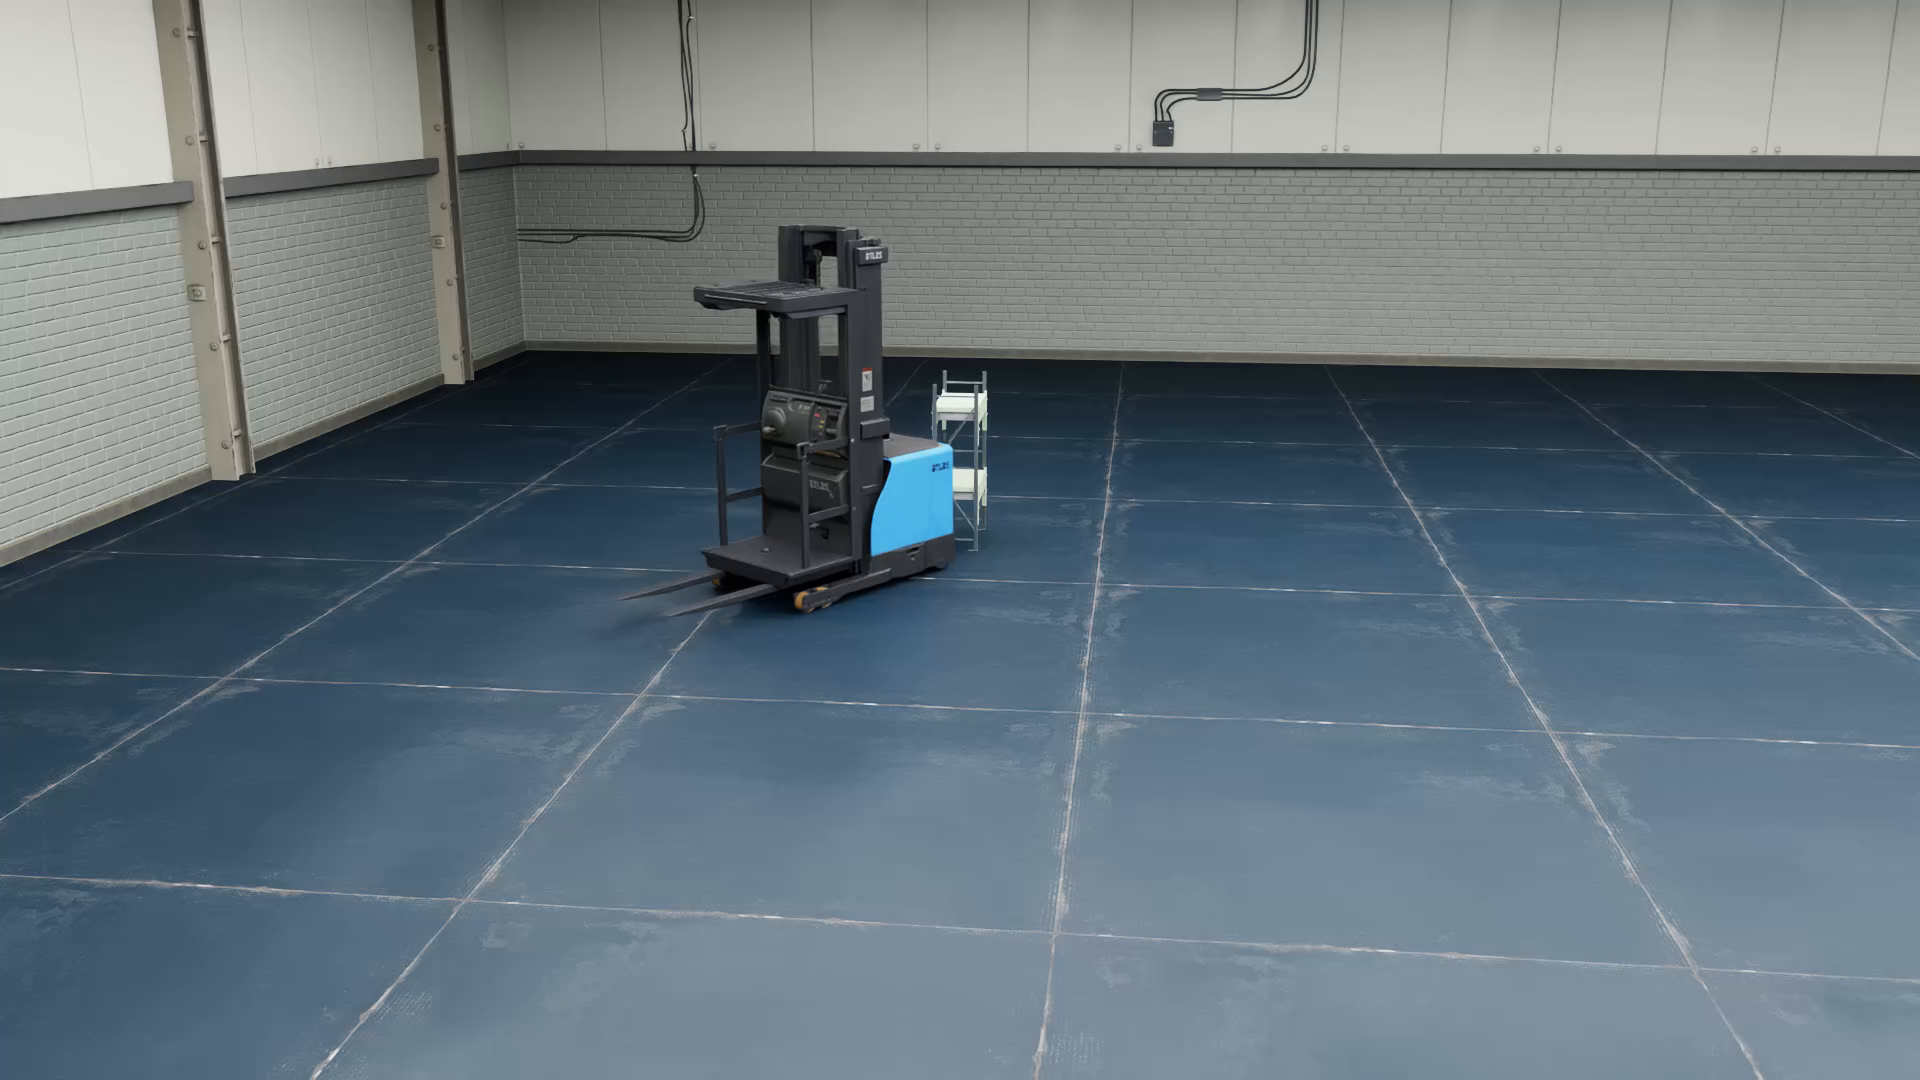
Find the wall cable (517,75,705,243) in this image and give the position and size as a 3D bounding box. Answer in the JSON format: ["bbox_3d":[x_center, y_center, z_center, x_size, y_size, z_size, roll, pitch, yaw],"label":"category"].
[{"bbox_3d":[-5.454,-5.811,25.451,3.097,2.526,0.112,2,15,6],"label":"wall cable"}]

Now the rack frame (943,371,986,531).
[{"bbox_3d":[0.042,-0.821,15.412,0.400,1.500,0.023,2,15,6],"label":"rack frame"}]

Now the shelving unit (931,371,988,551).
[{"bbox_3d":[0.001,-0.726,15.061,0.431,1.500,0.755,2,15,6],"label":"shelving unit"}]

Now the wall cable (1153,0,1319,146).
[{"bbox_3d":[3.977,-8.668,23.552,2.305,6.003,0.169,2,15,6],"label":"wall cable"}]

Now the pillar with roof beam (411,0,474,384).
[{"bbox_3d":[-2.822,-6.458,21.895,9.100,9.000,0.400,2,15,6],"label":"pillar with roof beam"}]

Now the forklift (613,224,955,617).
[{"bbox_3d":[-1.402,-0.988,13.287,1.130,2.935,3.031,13,20,40],"label":"forklift"}]

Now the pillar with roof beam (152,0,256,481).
[{"bbox_3d":[-3.499,-4.902,16.140,9.100,9.000,0.400,2,15,6],"label":"pillar with roof beam"}]

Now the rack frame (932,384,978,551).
[{"bbox_3d":[-0.041,-0.631,14.710,0.400,1.500,0.023,2,15,6],"label":"rack frame"}]

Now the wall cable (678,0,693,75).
[{"bbox_3d":[-2.766,-8.170,24.497,3.097,2.526,0.112,2,15,6],"label":"wall cable"}]

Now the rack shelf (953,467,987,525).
[{"bbox_3d":[0.001,-0.411,15.146,0.431,0.370,0.720,2,15,6],"label":"rack shelf"}]

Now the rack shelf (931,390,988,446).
[{"bbox_3d":[0.001,-1.102,14.959,0.431,0.370,0.720,2,15,6],"label":"rack shelf"}]
